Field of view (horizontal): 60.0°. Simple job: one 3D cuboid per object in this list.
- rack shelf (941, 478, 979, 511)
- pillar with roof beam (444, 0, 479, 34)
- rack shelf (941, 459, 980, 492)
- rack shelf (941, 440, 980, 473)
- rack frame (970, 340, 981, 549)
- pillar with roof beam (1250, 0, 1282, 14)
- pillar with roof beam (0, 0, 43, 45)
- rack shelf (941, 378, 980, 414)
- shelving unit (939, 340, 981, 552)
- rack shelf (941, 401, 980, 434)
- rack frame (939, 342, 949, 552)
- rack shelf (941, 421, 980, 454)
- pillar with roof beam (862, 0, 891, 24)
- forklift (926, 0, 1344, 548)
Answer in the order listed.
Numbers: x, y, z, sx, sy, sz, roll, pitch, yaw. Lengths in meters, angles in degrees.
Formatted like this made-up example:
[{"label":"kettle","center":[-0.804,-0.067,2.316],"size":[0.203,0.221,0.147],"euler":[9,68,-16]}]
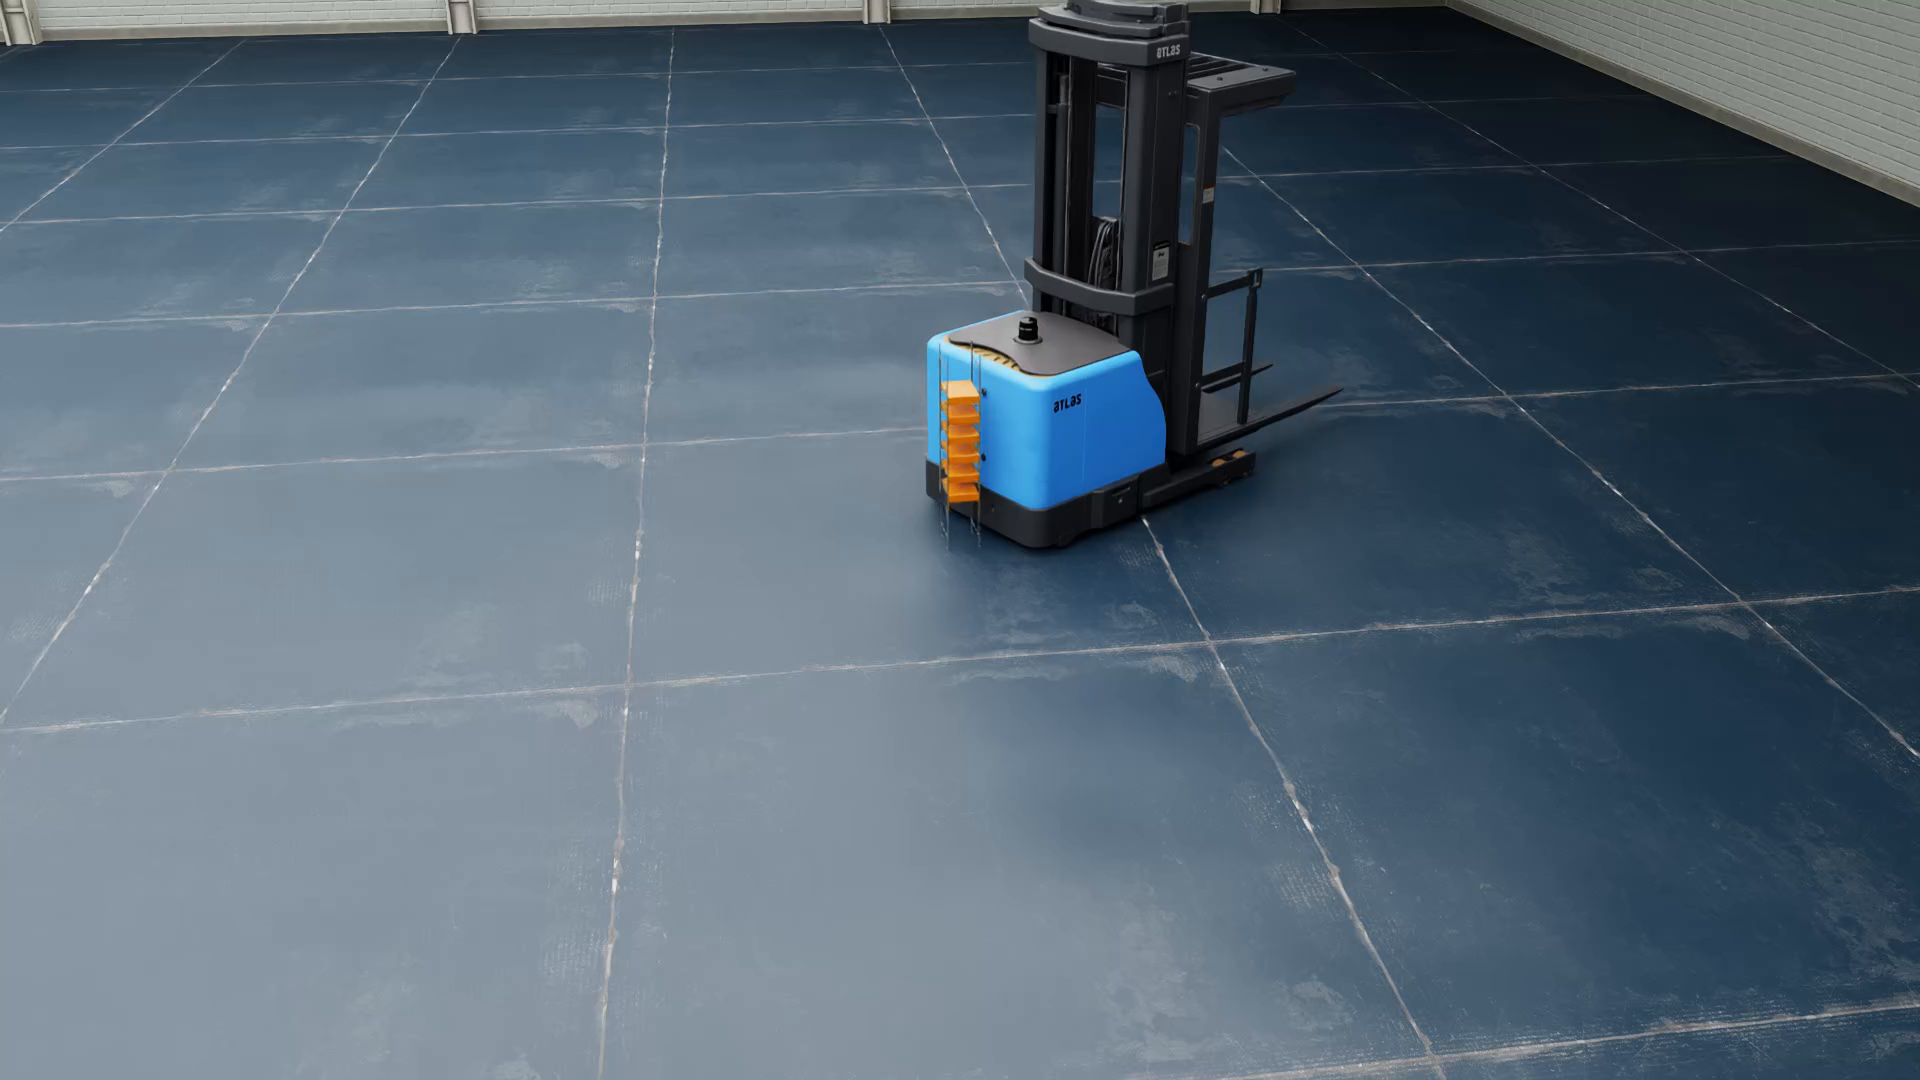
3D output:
[{"label":"rack shelf","center":[-0.002,-0.273,9.590],"size":[0.180,0.103,0.258],"euler":[-5,28,-10]},{"label":"pillar with roof beam","center":[-6.589,-9.423,18.258],"size":[0.400,9.000,9.100],"euler":[-4,27,-7]},{"label":"rack shelf","center":[-0.002,-0.380,9.535],"size":[0.180,0.103,0.258],"euler":[-5,28,-10]},{"label":"rack shelf","center":[-0.002,-0.486,9.480],"size":[0.180,0.103,0.258],"euler":[-5,28,-10]},{"label":"rack frame","center":[0.088,-0.534,9.475],"size":[0.006,1.200,0.240],"euler":[-5,28,-10]},{"label":"pillar with roof beam","center":[5.294,-10.186,19.745],"size":[0.400,9.000,9.100],"euler":[-4,27,-7]},{"label":"pillar with roof beam","center":[-12.530,-9.041,17.514],"size":[0.400,9.000,9.100],"euler":[-4,27,-7]},{"label":"rack shelf","center":[-0.002,-0.806,9.315],"size":[0.180,0.103,0.258],"euler":[-5,28,-10]},{"label":"shelving unit","center":[-0.002,-0.526,9.459],"size":[0.189,1.200,0.258],"euler":[-5,28,-10]},{"label":"rack shelf","center":[-0.002,-0.699,9.370],"size":[0.180,0.103,0.258],"euler":[-5,28,-10]},{"label":"rack frame","center":[-0.092,-0.517,9.443],"size":[0.006,1.200,0.240],"euler":[-5,28,-10]},{"label":"rack shelf","center":[-0.002,-0.593,9.425],"size":[0.180,0.103,0.258],"euler":[-5,28,-10]},{"label":"pillar with roof beam","center":[-0.647,-9.805,19.001],"size":[0.400,9.000,9.100],"euler":[-4,27,-7]},{"label":"forklift","center":[1.239,-1.805,10.058],"size":[3.031,2.935,1.130],"euler":[-21,34,-35]}]
